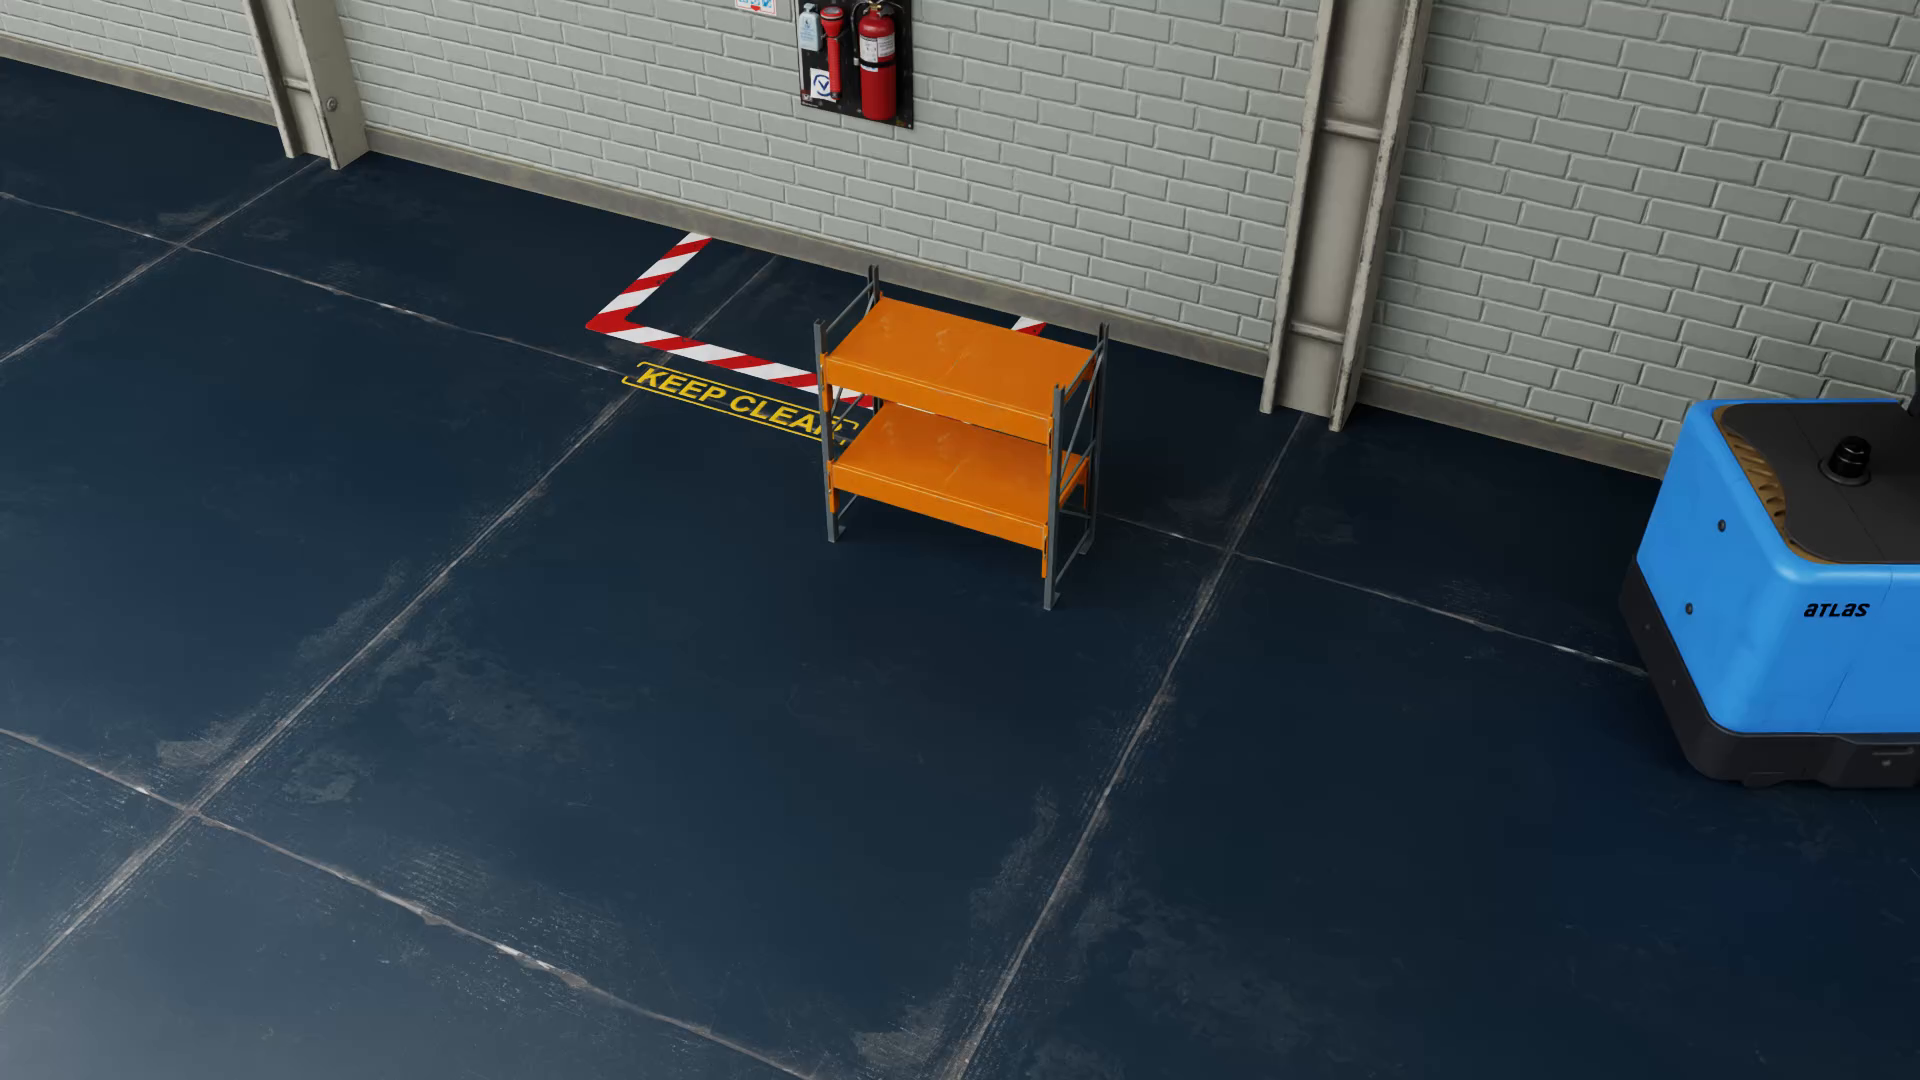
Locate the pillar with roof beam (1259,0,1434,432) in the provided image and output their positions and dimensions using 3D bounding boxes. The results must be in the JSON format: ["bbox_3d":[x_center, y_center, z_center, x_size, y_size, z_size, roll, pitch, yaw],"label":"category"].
[{"bbox_3d":[-0.143,-1.499,2.109,0.400,9.000,9.100,17,44,19],"label":"pillar with roof beam"}]

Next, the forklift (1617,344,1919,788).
[{"bbox_3d":[4.221,-0.518,5.609,3.031,2.935,1.130,0,41,0],"label":"forklift"}]

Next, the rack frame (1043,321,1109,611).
[{"bbox_3d":[0.467,-0.282,6.717,0.032,1.125,0.500,17,44,19],"label":"rack frame"}]

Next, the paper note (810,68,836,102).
[{"bbox_3d":[-0.678,-2.251,8.230,0.142,0.148,0.016,17,44,19],"label":"paper note"}]

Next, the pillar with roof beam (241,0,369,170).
[{"bbox_3d":[-5.581,-3.160,4.026,0.400,9.000,9.100,17,44,19],"label":"pillar with roof beam"}]

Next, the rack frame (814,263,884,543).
[{"bbox_3d":[-0.455,-0.564,7.042,0.032,1.125,0.500,17,44,19],"label":"rack frame"}]

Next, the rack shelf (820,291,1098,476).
[{"bbox_3d":[0.006,-0.644,6.688,1.000,0.278,0.538,17,44,19],"label":"rack shelf"}]

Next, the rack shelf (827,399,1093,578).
[{"bbox_3d":[0.006,-0.238,7.040,1.000,0.278,0.538,17,44,19],"label":"rack shelf"}]

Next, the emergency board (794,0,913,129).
[{"bbox_3d":[-0.547,-2.494,7.837,0.643,1.169,0.194,17,44,19],"label":"emergency board"}]

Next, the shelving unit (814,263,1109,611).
[{"bbox_3d":[0.006,-0.423,6.879,1.048,1.125,0.538,17,44,19],"label":"shelving unit"}]

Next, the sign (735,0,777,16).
[{"bbox_3d":[-1.004,-2.722,8.073,0.234,0.329,0.001,17,44,19],"label":"sign"}]
